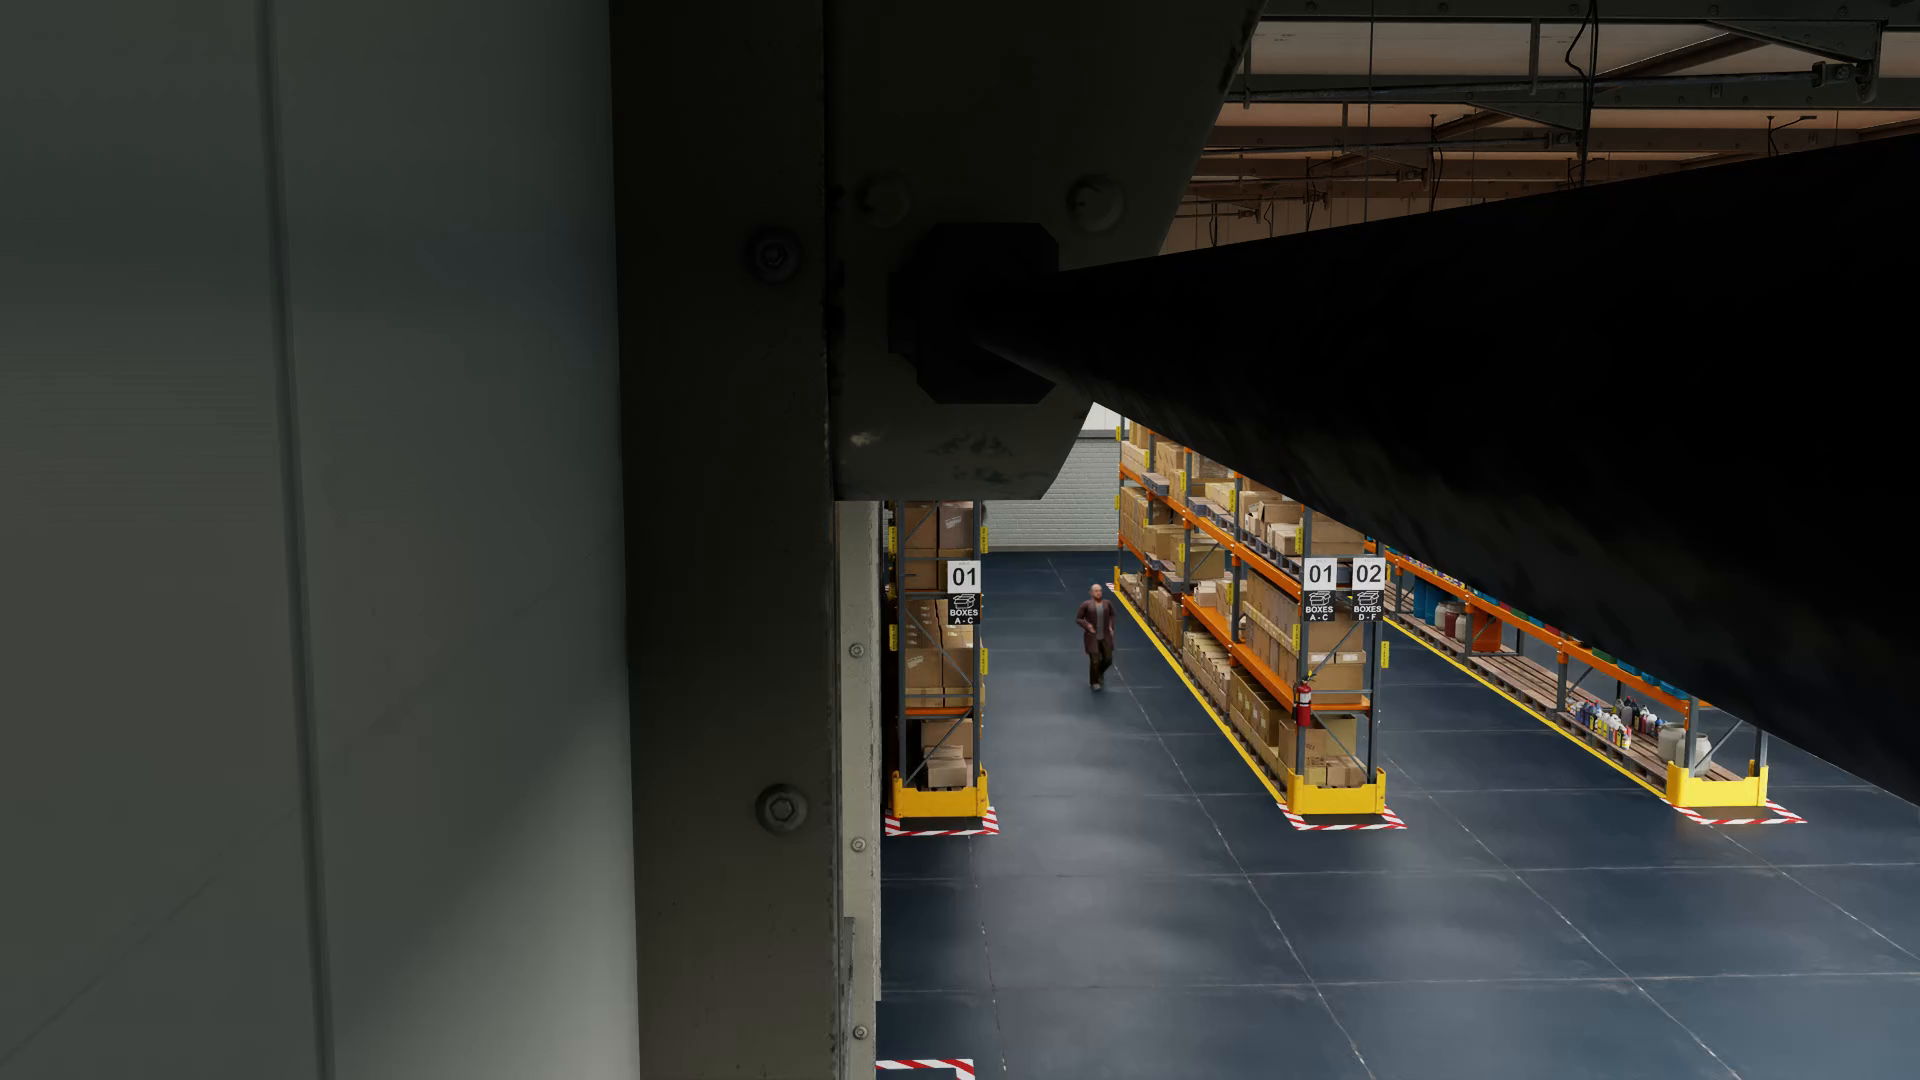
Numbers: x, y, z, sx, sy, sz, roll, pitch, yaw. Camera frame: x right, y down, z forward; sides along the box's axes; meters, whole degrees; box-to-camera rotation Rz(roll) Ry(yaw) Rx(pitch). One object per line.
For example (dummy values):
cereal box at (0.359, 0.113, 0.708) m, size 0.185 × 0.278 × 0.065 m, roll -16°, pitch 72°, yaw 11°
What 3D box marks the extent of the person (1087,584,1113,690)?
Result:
person at (2.245, 1.587, 27.027) m, size 0.665 × 1.729 × 0.651 m, roll -2°, pitch 8°, yaw -13°
